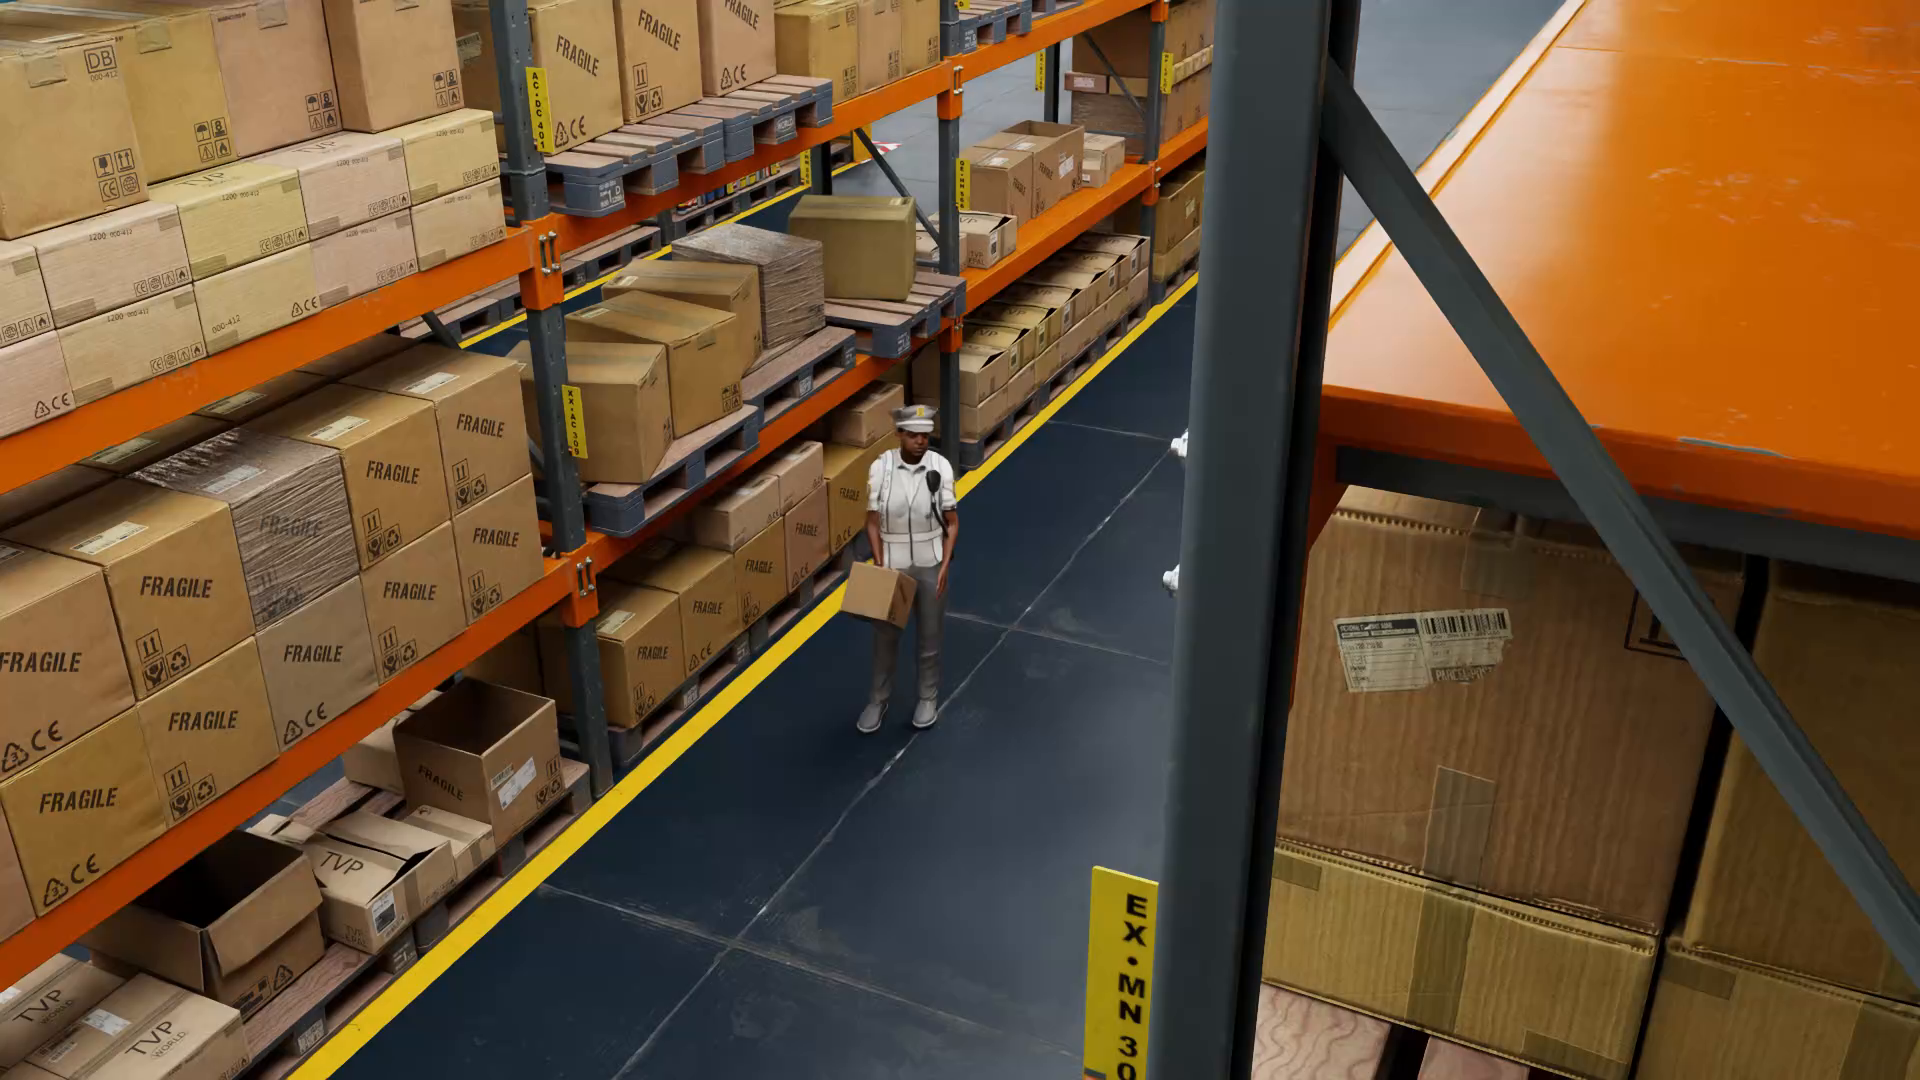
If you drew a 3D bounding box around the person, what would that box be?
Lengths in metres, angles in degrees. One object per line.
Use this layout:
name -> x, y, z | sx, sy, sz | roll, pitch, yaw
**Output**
person -> -0.273, 0.135, 8.285 | 0.542, 1.700, 0.475 | -3, 26, -5
